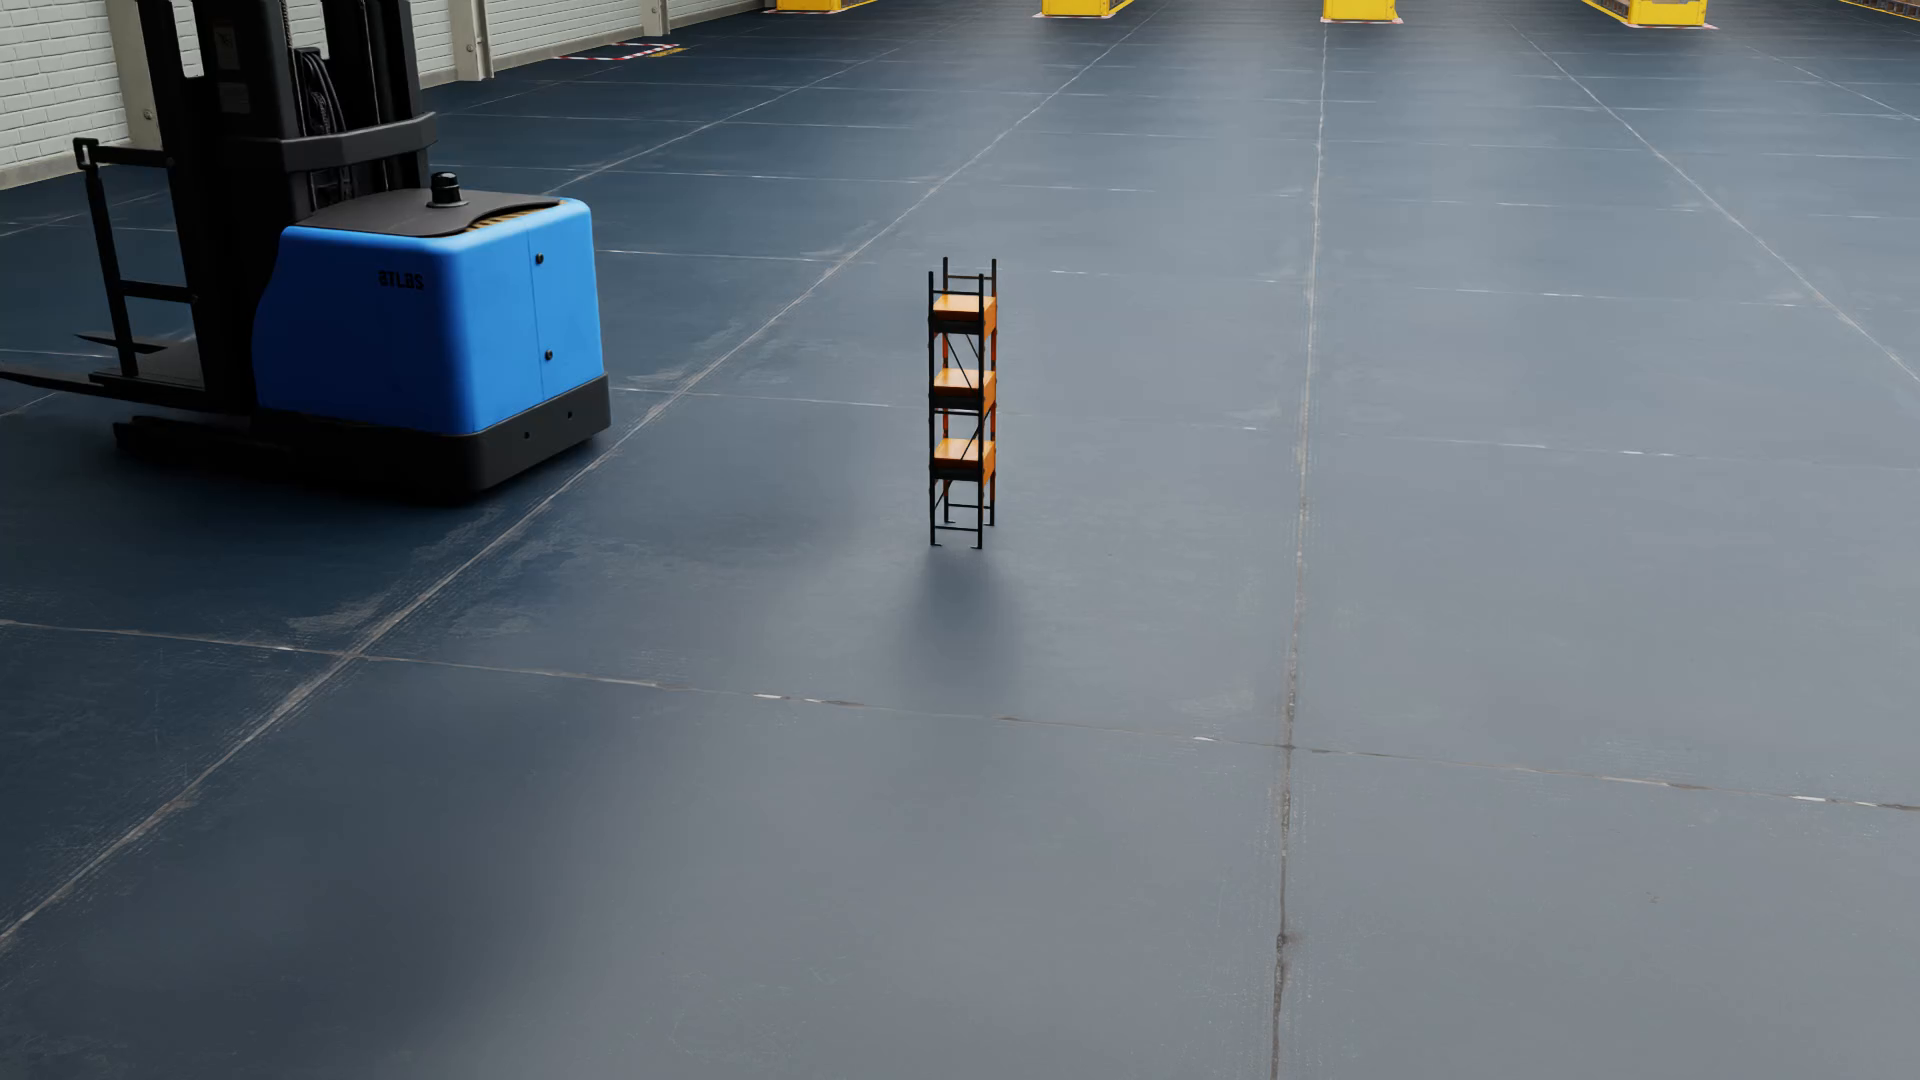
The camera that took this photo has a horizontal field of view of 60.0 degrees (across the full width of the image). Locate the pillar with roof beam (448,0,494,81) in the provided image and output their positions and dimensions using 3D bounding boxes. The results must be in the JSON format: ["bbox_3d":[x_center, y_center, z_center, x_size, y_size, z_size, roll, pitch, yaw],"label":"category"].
[{"bbox_3d":[-1.733,-9.504,17.906,9.100,9.000,0.400,4,22,11],"label":"pillar with roof beam"}]

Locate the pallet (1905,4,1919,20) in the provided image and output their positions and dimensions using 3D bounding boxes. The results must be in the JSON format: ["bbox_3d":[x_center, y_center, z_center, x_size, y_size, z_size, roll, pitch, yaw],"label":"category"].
[{"bbox_3d":[16.925,-9.018,28.462,1.003,0.211,1.213,4,22,11],"label":"pallet"}]

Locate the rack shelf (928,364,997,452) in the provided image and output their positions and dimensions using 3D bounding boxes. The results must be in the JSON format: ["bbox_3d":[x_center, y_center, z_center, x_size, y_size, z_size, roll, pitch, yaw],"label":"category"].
[{"bbox_3d":[0.011,-0.497,6.210,0.215,0.259,0.240,4,22,11],"label":"rack shelf"}]

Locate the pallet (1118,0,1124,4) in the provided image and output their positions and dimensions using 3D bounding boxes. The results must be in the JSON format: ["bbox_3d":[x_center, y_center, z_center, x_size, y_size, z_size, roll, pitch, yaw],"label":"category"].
[{"bbox_3d":[2.668,-10.621,32.444,1.003,0.211,1.213,4,22,11],"label":"pallet"}]

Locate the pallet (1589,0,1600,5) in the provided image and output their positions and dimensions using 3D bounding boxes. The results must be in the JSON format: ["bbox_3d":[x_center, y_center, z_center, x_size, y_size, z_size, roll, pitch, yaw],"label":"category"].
[{"bbox_3d":[12.726,-10.437,31.987,1.003,0.211,1.213,4,22,11],"label":"pallet"}]

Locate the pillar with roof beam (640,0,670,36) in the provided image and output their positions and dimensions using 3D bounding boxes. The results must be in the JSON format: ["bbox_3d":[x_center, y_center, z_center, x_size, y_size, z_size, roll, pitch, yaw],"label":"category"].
[{"bbox_3d":[-0.509,-11.698,23.354,9.100,9.000,0.400,4,22,11],"label":"pillar with roof beam"}]

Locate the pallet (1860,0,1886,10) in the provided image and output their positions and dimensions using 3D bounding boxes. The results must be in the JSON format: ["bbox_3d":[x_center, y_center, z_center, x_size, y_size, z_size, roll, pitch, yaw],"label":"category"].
[{"bbox_3d":[17.487,-10.025,30.964,1.003,0.211,1.213,4,22,11],"label":"pallet"}]

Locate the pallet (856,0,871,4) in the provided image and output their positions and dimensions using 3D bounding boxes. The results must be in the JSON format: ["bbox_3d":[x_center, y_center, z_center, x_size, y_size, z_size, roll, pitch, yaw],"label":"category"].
[{"bbox_3d":[-2.328,-10.589,32.364,1.003,0.211,1.213,4,22,11],"label":"pallet"}]

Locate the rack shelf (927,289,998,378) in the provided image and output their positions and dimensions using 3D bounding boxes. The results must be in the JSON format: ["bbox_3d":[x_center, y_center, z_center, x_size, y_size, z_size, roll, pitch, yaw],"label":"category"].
[{"bbox_3d":[0.011,-0.760,6.104,0.215,0.259,0.240,4,22,11],"label":"rack shelf"}]

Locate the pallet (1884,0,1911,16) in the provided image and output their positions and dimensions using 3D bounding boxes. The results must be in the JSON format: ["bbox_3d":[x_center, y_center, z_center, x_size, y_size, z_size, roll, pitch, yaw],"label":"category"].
[{"bbox_3d":[17.172,-9.465,29.573,1.003,0.211,1.213,4,22,11],"label":"pallet"}]

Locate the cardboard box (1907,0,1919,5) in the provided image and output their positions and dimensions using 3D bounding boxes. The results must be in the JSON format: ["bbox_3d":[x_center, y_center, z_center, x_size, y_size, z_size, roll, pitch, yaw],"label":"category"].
[{"bbox_3d":[17.026,-9.686,28.669,0.875,0.875,0.875,5,22,11],"label":"cardboard box"}]

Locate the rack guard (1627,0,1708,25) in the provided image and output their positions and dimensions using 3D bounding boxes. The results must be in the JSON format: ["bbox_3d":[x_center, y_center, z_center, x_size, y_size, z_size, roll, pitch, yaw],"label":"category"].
[{"bbox_3d":[11.768,-8.851,27.662,1.175,0.500,0.348,4,22,11],"label":"rack guard"}]

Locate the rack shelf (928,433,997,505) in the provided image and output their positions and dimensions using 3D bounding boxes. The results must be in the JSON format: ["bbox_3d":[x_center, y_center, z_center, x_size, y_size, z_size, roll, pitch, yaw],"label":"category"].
[{"bbox_3d":[0.011,-0.239,6.314,0.215,0.259,0.240,4,22,11],"label":"rack shelf"}]

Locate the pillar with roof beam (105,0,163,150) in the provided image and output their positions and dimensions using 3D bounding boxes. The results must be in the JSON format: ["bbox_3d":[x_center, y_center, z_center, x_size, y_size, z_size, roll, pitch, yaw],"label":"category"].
[{"bbox_3d":[-2.958,-7.309,12.457,9.100,9.000,0.400,4,22,11],"label":"pillar with roof beam"}]

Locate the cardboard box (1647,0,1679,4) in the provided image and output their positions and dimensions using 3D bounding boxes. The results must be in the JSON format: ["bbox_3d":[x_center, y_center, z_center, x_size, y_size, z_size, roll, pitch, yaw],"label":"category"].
[{"bbox_3d":[11.896,-9.246,28.079,0.500,0.500,0.500,9,24,21],"label":"cardboard box"}]

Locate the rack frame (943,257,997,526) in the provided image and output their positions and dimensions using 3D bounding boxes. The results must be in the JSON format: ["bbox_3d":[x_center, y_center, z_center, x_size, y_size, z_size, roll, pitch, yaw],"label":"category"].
[{"bbox_3d":[0.036,-0.551,6.317,0.200,1.050,0.008,4,22,11],"label":"rack frame"}]

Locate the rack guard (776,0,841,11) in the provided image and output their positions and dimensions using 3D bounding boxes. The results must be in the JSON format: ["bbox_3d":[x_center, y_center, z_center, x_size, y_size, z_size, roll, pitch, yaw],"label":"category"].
[{"bbox_3d":[-2.780,-9.984,30.475,1.175,0.500,0.348,4,22,11],"label":"rack guard"}]

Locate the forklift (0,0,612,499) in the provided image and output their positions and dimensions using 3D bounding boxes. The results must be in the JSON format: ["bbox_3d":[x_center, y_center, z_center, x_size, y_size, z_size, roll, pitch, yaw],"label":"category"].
[{"bbox_3d":[-3.126,-1.864,7.059,3.031,2.935,1.130,9,24,21],"label":"forklift"}]

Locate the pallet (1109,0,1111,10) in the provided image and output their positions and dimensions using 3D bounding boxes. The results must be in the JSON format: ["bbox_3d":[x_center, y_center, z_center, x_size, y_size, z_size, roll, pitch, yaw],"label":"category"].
[{"bbox_3d":[2.170,-9.729,30.228,1.003,0.211,1.213,4,22,11],"label":"pallet"}]

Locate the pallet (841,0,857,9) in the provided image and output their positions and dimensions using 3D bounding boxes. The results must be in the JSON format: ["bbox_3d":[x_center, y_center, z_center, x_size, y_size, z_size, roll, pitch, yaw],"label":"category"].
[{"bbox_3d":[-2.579,-10.145,31.260,1.003,0.211,1.213,4,22,11],"label":"pallet"}]

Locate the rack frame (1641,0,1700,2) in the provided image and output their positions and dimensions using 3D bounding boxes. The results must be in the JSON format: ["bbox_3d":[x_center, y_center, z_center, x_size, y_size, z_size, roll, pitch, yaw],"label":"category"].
[{"bbox_3d":[11.752,-9.983,27.126,1.000,3.000,0.127,4,22,11],"label":"rack frame"}]

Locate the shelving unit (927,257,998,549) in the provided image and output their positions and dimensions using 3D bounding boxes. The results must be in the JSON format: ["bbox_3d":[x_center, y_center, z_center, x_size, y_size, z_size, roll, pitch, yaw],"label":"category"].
[{"bbox_3d":[0.011,-0.507,6.206,0.215,1.050,0.252,4,22,11],"label":"shelving unit"}]

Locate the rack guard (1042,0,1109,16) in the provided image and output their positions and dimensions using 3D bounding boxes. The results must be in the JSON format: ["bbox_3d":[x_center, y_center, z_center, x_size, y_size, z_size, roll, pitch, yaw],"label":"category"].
[{"bbox_3d":[2.050,-9.571,29.450,1.175,0.500,0.348,4,22,11],"label":"rack guard"}]

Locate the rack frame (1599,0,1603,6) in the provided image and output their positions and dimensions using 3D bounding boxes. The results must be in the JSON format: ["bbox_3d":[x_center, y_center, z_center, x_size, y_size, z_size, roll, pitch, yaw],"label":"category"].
[{"bbox_3d":[12.569,-11.446,30.759,1.000,3.000,0.127,4,22,11],"label":"rack frame"}]

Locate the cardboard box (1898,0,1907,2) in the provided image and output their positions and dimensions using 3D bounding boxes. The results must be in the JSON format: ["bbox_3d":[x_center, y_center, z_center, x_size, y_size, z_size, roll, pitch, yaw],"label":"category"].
[{"bbox_3d":[17.207,-10.015,29.489,0.875,0.875,0.875,5,22,12],"label":"cardboard box"}]

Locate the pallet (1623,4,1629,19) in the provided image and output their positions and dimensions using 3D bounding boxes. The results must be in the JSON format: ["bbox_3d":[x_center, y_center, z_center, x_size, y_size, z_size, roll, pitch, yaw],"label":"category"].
[{"bbox_3d":[11.968,-9.012,28.447,1.003,0.211,1.213,4,22,11],"label":"pallet"}]

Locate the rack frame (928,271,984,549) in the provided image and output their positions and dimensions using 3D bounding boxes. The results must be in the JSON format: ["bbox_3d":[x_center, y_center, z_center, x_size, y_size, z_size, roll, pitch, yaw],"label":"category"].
[{"bbox_3d":[-0.014,-0.462,6.095,0.200,1.050,0.008,4,22,11],"label":"rack frame"}]

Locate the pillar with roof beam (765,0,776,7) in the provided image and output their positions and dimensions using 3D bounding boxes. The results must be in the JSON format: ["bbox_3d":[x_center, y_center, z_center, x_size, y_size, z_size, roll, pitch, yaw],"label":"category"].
[{"bbox_3d":[0.715,-13.892,28.803,9.100,9.000,0.400,4,22,11],"label":"pillar with roof beam"}]

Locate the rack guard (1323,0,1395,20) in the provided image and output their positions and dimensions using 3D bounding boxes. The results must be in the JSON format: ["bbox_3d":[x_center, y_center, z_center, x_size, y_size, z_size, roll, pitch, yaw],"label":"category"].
[{"bbox_3d":[6.873,-9.233,28.609,1.175,0.500,0.348,4,22,11],"label":"rack guard"}]

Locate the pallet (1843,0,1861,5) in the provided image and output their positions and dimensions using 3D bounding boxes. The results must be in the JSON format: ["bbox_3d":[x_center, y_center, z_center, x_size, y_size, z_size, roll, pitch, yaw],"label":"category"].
[{"bbox_3d":[17.734,-10.473,32.075,1.003,0.211,1.213,4,22,11],"label":"pallet"}]

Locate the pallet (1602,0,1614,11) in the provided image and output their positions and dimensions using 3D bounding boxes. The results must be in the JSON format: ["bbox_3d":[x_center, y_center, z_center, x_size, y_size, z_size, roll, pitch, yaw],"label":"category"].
[{"bbox_3d":[12.466,-9.904,30.663,1.003,0.211,1.213,4,22,11],"label":"pallet"}]

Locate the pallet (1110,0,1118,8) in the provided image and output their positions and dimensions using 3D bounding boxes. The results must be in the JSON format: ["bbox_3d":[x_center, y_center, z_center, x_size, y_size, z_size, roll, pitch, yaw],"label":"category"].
[{"bbox_3d":[2.421,-10.174,31.333,1.003,0.211,1.213,4,22,11],"label":"pallet"}]

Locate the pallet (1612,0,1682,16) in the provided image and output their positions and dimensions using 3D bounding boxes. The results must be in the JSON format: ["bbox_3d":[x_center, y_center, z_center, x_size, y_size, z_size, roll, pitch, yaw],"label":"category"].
[{"bbox_3d":[12.219,-9.457,29.552,1.003,0.211,1.213,4,22,11],"label":"pallet"}]
